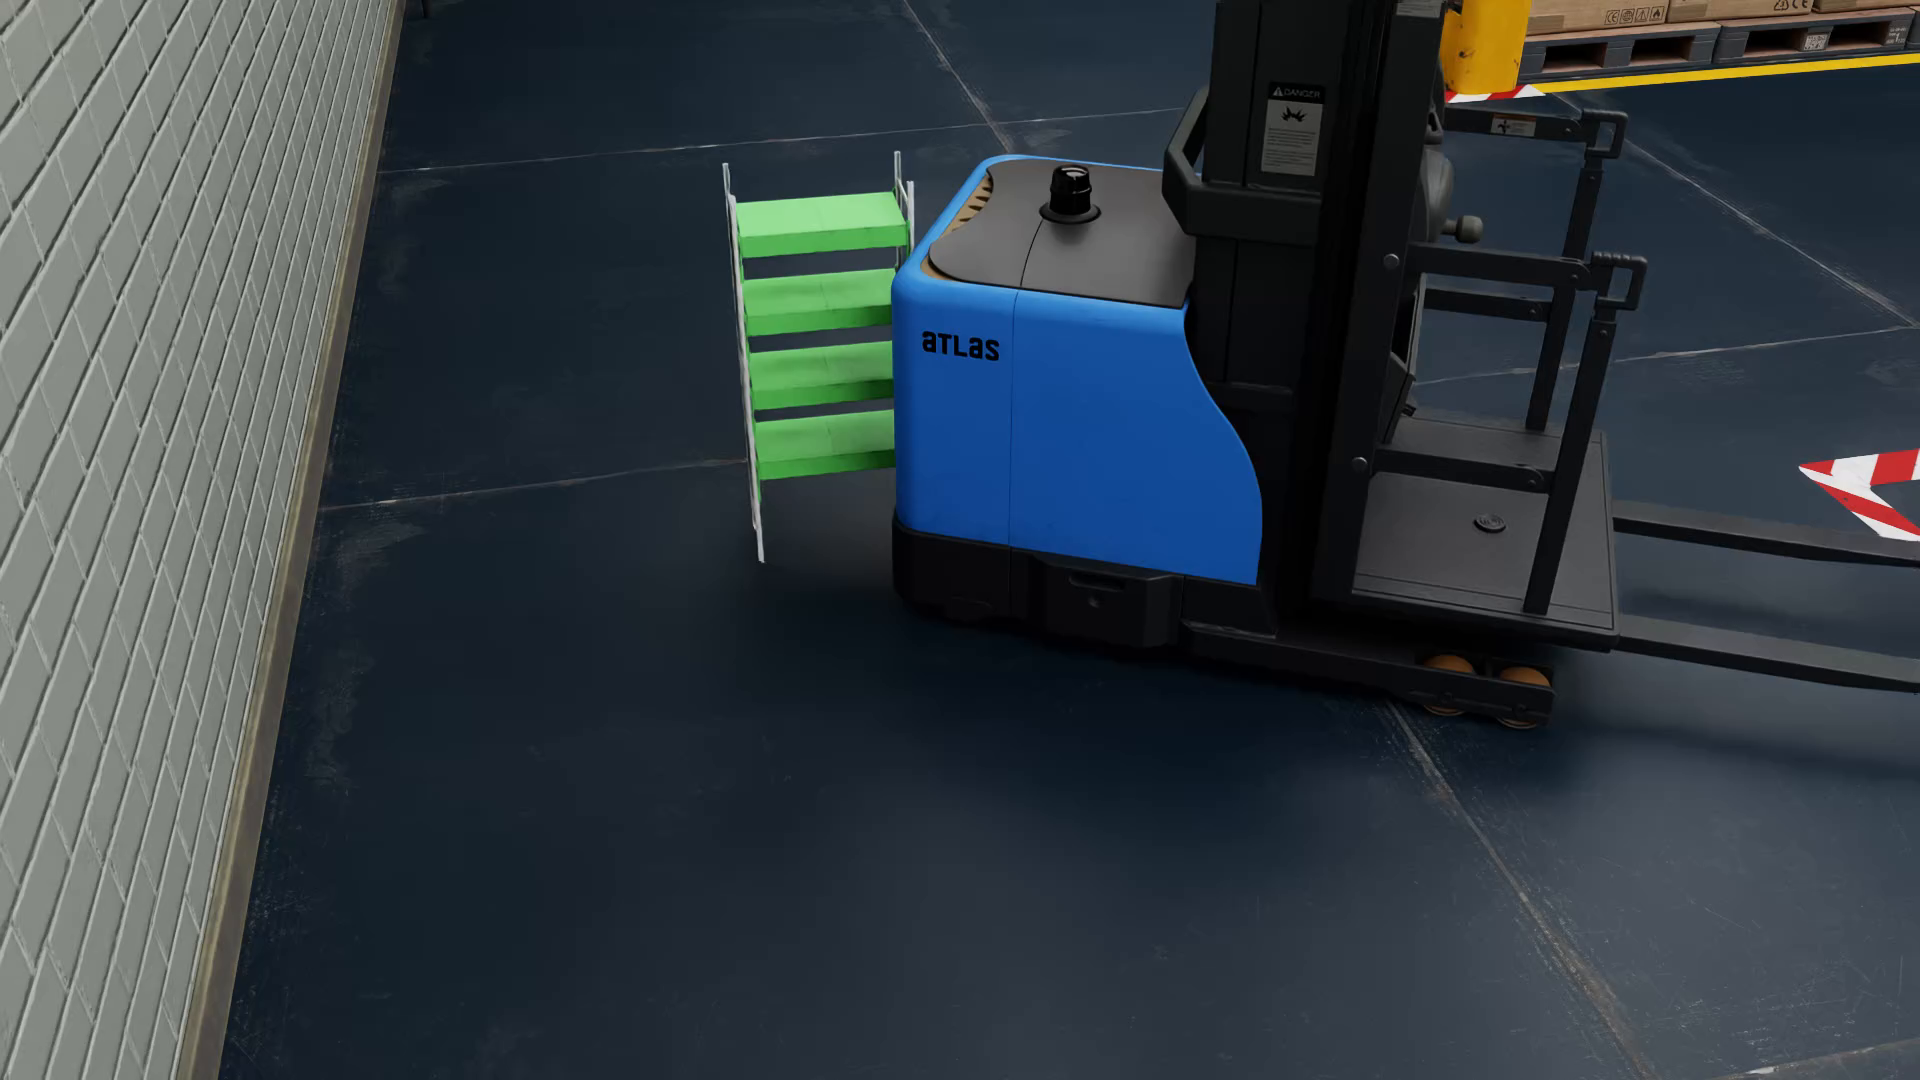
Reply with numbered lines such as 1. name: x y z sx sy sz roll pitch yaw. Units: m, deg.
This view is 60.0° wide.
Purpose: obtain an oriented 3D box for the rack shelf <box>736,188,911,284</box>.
1. rack shelf: -0.397 -0.866 4.717 0.480 0.148 0.258 -6 34 -9

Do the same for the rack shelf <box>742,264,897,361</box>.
1. rack shelf: -0.397 -0.667 4.851 0.480 0.148 0.258 -6 34 -9

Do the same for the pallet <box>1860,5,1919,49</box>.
1. pallet: 5.827 -3.199 9.828 1.213 0.211 1.003 -7 35 -11

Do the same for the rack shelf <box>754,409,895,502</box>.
1. rack shelf: -0.397 -0.268 5.118 0.480 0.148 0.258 -6 34 -9

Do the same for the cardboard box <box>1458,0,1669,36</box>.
1. cardboard box: 3.306 -3.162 9.193 0.875 0.438 0.875 -8 35 -12

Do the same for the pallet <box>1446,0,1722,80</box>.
1. pallet: 3.447 -2.899 9.381 1.213 0.211 1.003 -7 35 -11

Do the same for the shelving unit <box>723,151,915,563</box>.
1. shelving unit: -0.397 -0.521 4.949 0.503 1.200 0.258 -6 34 -9

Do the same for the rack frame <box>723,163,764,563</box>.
1. rack frame: -0.636 -0.495 4.910 0.015 1.200 0.240 -6 34 -9

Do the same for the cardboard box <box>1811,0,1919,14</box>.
1. cardboard box: 5.077 -3.389 9.531 0.875 0.438 0.875 -8 35 -12

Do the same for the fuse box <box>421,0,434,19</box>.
1. fuse box: -3.132 -3.835 9.429 0.414 1.711 0.539 -7 35 -11

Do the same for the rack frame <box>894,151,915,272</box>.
1. rack frame: -0.157 -0.547 4.988 0.015 1.200 0.240 -6 34 -9

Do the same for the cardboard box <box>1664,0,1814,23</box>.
1. cardboard box: 4.197 -3.279 9.367 0.875 0.438 0.875 -6 34 -9

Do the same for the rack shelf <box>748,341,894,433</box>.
1. rack shelf: -0.397 -0.468 4.985 0.480 0.148 0.258 -6 34 -9

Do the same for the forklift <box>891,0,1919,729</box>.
1. forklift: 1.378 -1.038 4.167 3.031 2.935 1.130 9 35 13

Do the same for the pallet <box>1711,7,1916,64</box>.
1. pallet: 4.634 -3.047 9.601 1.213 0.211 1.003 -7 35 -11

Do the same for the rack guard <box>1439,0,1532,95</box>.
1. rack guard: 2.661 -2.875 9.086 0.348 0.500 1.175 -7 35 -11
